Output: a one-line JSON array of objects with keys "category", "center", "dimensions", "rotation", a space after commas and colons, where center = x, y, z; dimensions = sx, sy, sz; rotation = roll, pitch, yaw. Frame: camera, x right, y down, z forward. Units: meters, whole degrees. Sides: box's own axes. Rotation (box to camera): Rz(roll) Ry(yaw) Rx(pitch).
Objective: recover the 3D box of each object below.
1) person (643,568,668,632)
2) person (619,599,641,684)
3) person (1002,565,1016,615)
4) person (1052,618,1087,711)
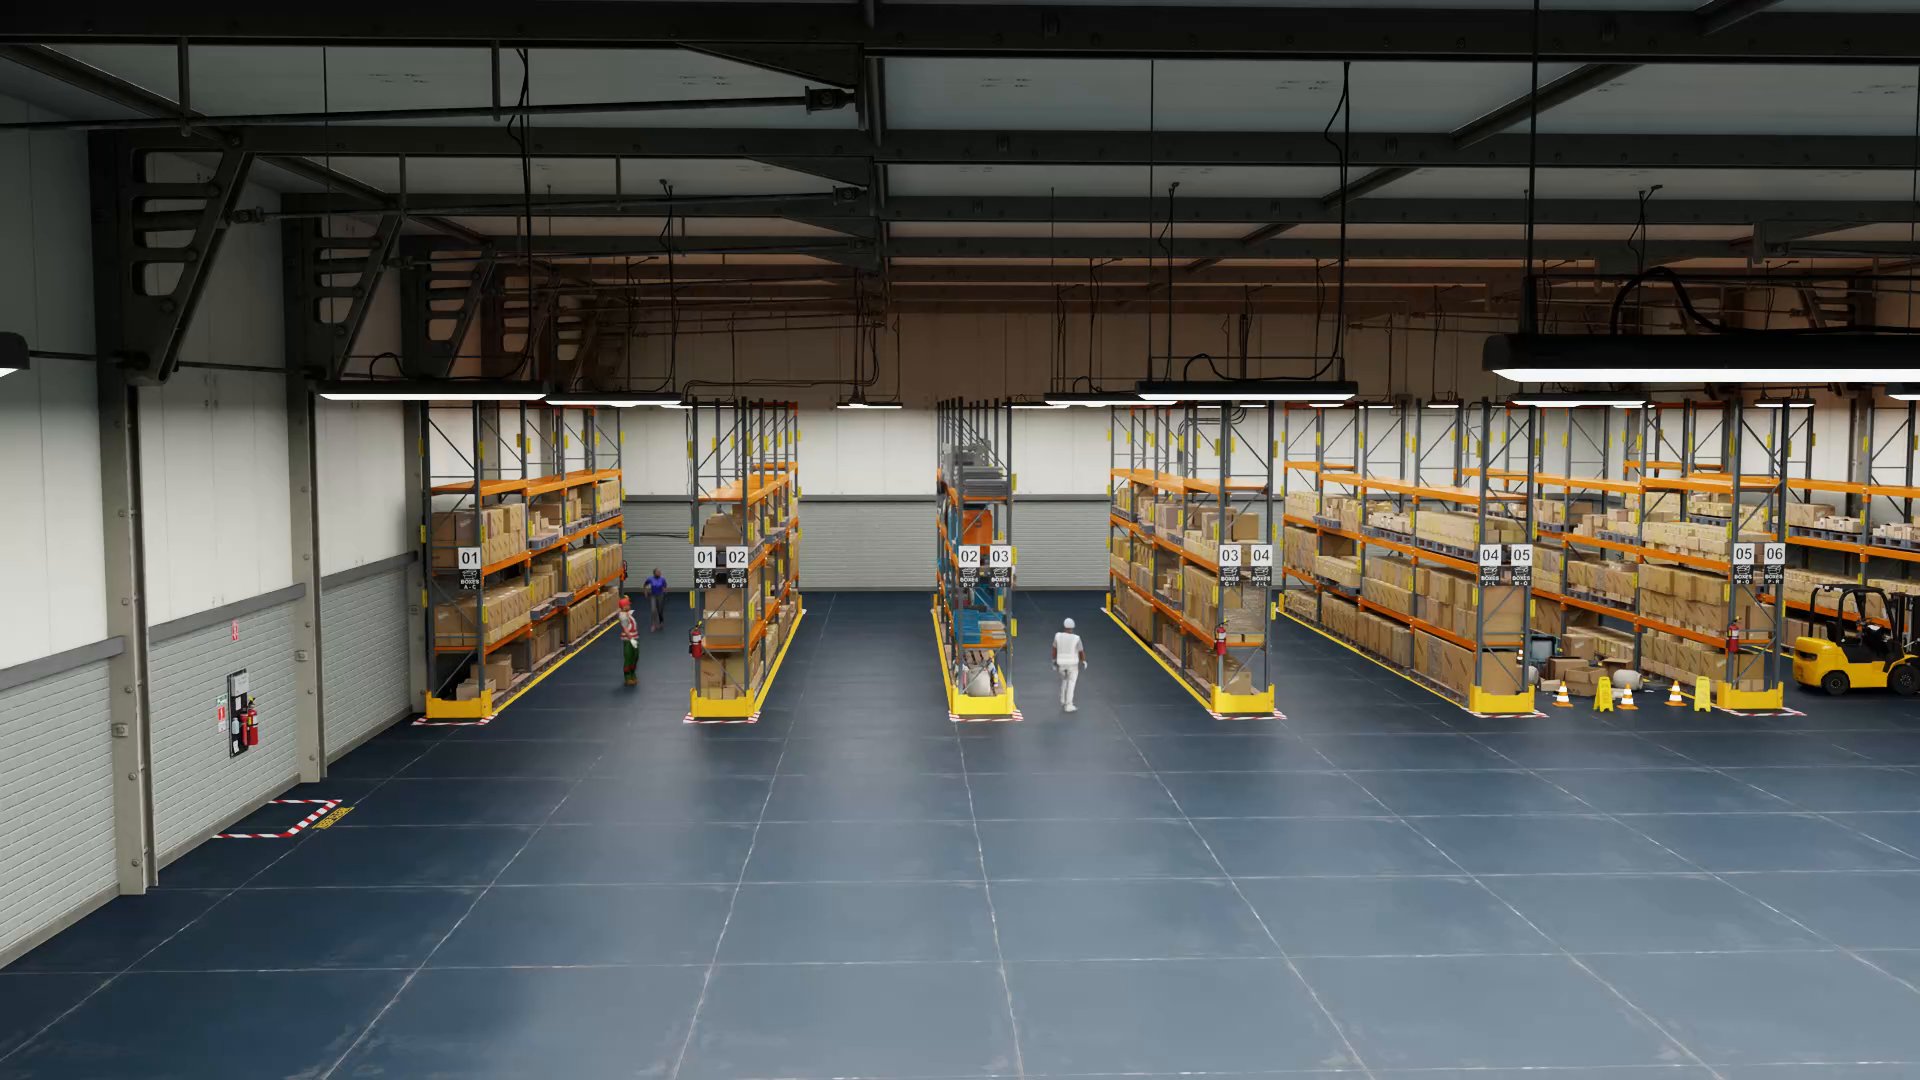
[{"category": "person", "center": [-7.954, 1.532, 43.351], "dimensions": [0.625, 1.609, 1.006], "rotation": [0, 4, -1]}, {"category": "person", "center": [-6.928, 2.142, 35.031], "dimensions": [0.567, 1.830, 0.646], "rotation": [1, 5, 17]}, {"category": "person", "center": [1.319, 1.229, 46.794], "dimensions": [0.599, 1.771, 0.379], "rotation": [-3, 5, -35]}, {"category": "person", "center": [2.096, 2.389, 31.836], "dimensions": [0.609, 1.823, 0.575], "rotation": [3, 5, 30]}]
